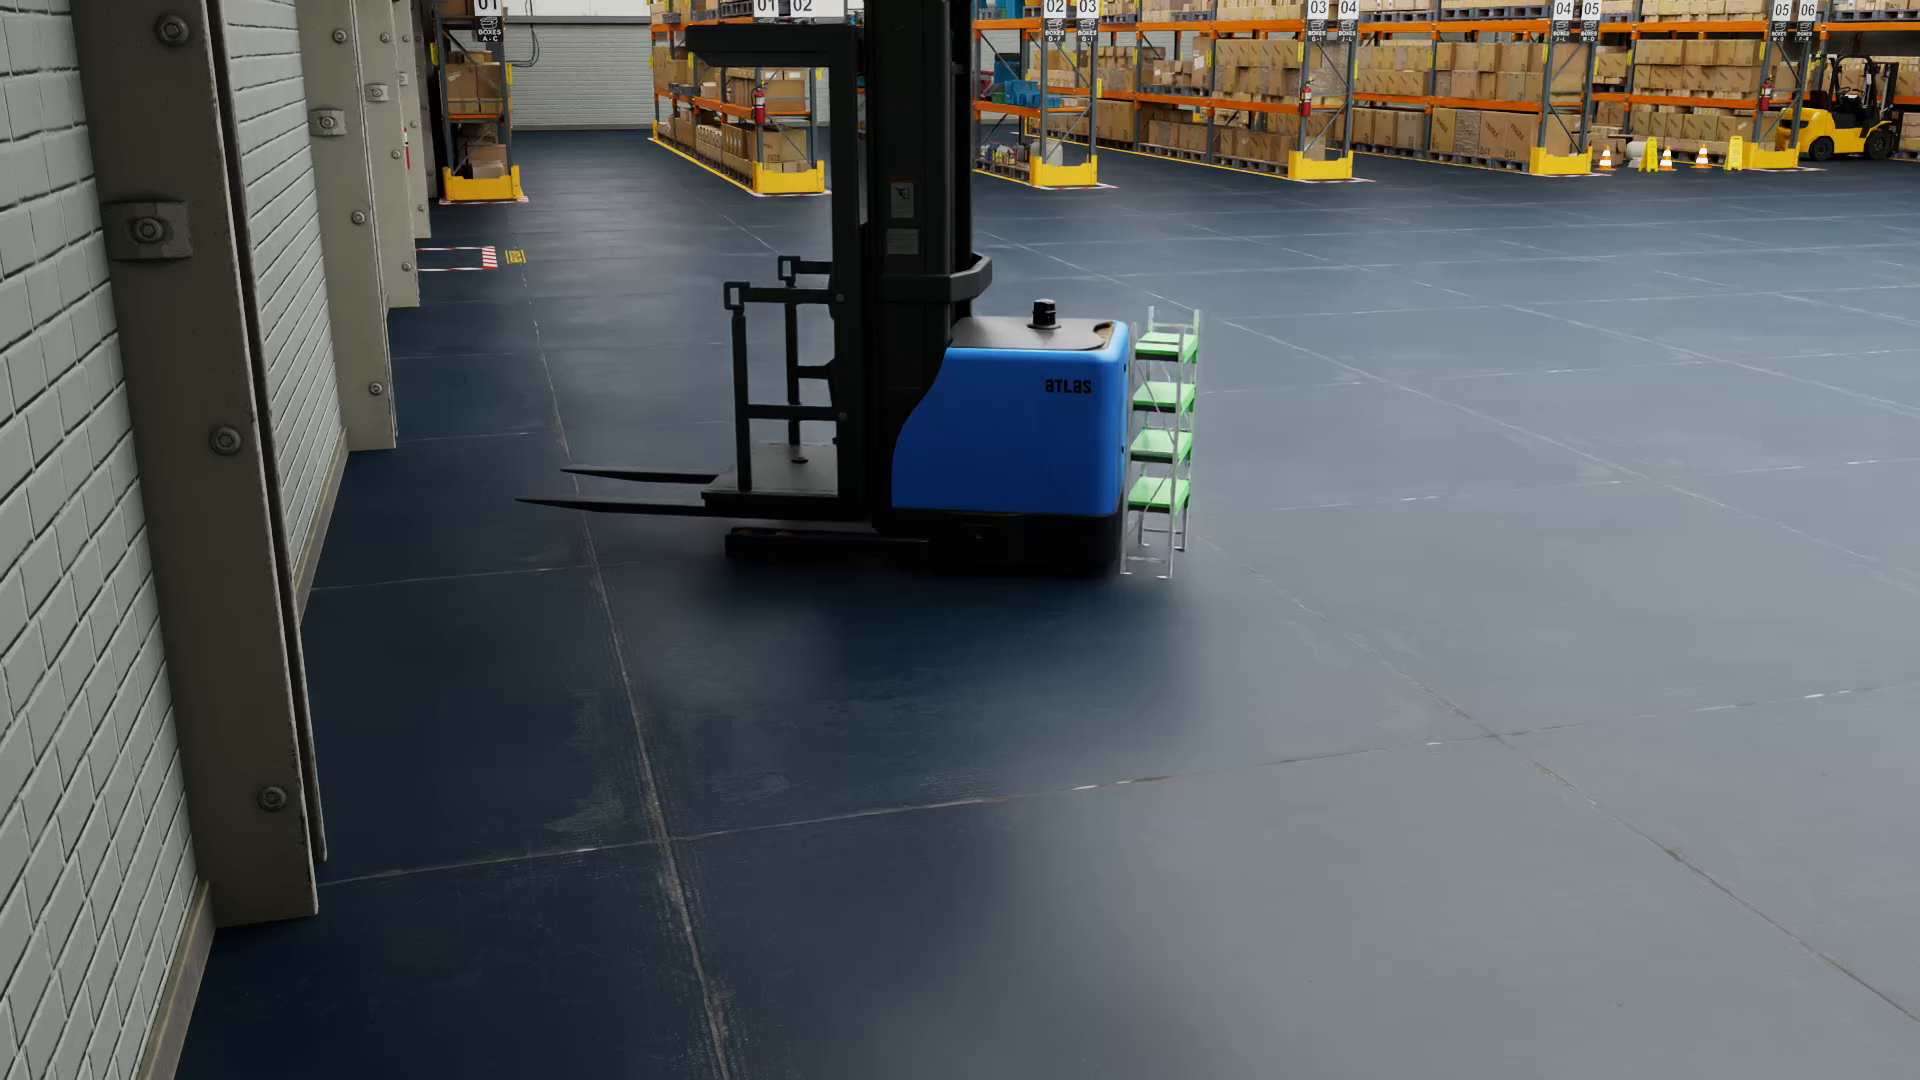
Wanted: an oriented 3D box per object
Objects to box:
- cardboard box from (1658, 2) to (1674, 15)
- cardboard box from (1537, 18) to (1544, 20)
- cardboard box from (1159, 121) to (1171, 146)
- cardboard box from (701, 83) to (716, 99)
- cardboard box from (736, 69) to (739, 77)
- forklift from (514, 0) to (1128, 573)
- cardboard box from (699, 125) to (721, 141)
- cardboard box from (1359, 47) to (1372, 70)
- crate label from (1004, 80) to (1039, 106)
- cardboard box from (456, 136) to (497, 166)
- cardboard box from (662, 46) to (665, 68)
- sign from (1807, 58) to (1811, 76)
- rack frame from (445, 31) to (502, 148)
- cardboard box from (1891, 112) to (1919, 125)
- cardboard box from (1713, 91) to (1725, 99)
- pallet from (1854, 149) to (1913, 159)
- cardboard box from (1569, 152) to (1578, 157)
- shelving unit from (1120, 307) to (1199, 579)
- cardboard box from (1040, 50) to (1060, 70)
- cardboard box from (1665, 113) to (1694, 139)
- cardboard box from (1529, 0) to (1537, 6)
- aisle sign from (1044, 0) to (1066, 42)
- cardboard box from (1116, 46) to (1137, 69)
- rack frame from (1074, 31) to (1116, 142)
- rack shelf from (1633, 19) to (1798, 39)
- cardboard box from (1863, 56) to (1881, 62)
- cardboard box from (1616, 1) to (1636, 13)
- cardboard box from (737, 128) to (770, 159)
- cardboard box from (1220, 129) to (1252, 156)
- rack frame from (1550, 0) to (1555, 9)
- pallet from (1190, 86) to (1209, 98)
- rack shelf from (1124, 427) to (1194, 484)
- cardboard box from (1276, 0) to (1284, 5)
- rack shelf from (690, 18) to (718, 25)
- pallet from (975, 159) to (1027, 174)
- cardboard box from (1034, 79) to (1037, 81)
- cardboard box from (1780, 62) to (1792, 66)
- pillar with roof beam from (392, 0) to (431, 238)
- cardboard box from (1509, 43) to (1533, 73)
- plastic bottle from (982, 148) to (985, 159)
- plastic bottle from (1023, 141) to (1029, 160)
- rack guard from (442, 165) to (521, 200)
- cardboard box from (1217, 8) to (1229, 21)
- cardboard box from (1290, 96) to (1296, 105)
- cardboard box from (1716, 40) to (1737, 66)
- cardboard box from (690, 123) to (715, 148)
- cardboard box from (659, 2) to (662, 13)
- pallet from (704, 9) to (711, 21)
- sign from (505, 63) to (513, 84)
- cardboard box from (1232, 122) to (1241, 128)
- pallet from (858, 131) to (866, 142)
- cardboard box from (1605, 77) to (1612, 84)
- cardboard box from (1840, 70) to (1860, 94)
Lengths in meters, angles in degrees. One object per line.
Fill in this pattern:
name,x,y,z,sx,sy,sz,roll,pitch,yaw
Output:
cardboard box,15.083,-11.191,35.023,0.500,0.250,0.500,-5,17,-16
cardboard box,13.898,-12.291,39.379,0.380,0.149,0.250,-5,17,-15
cardboard box,4.815,-8.969,36.678,0.700,0.500,0.500,-6,18,-20
cardboard box,-5.020,-9.204,34.035,0.500,0.311,0.500,-5,17,-16
cardboard box,-3.811,-8.390,29.867,0.380,0.149,0.250,-5,18,-17
forklift,-0.698,-1.426,8.103,3.031,2.935,1.130,2,17,8
cardboard box,-5.065,-8.350,34.110,0.500,0.311,0.500,-5,17,-17
cardboard box,9.497,-10.918,37.674,0.700,0.500,0.500,-5,17,-16
crate label,1.117,-8.192,30.449,0.502,0.435,0.616,-5,17,-15
cardboard box,-8.960,-7.227,30.876,0.700,0.500,0.500,-4,17,-13
cardboard box,-6.848,-11.543,39.755,0.500,0.500,0.500,-5,17,-15
sign,16.695,-9.320,32.761,0.100,0.325,0.005,-5,17,-15
rack frame,-9.841,-9.117,33.590,1.000,3.000,0.127,-5,17,-15
cardboard box,20.224,-9.001,35.516,0.500,0.250,0.500,-4,17,-15
cardboard box,15.539,-9.032,33.741,0.380,0.149,0.250,-4,17,-14
pallet,20.363,-8.466,36.268,1.003,0.211,1.213,-5,17,-15
cardboard box,12.586,-7.910,34.325,0.396,0.266,0.258,-2,17,-6
shelving unit,0.952,-0.469,7.920,0.258,1.200,0.503,5,18,15
cardboard box,2.406,-12.499,43.290,0.500,0.500,0.500,-5,17,-17
cardboard box,15.276,-8.737,35.071,0.500,0.500,0.500,-4,17,-12
cardboard box,10.956,-10.144,31.325,0.380,0.149,0.250,-5,17,-15
aisle sign,1.617,-8.889,28.312,0.394,0.787,0.004,-5,17,-15
cardboard box,4.085,-11.204,38.620,0.797,0.503,0.637,-4,17,-14
rack frame,3.347,-11.398,41.184,1.000,3.000,0.127,-5,17,-15
rack shelf,15.624,-10.508,34.256,1.077,0.370,4.000,-5,17,-15
cardboard box,19.955,-10.468,36.268,0.380,0.149,0.250,-5,17,-16
cardboard box,14.774,-11.685,36.455,0.500,0.250,0.500,-5,17,-16
cardboard box,-3.603,-6.941,29.090,0.500,0.500,0.500,-5,17,-15
cardboard box,5.617,-8.076,33.738,0.500,0.500,0.500,-5,18,-17
rack frame,11.442,-11.316,30.483,1.000,3.000,0.127,-5,17,-15
pallet,5.476,-9.317,34.587,1.003,0.211,1.213,-5,17,-15
rack shelf,0.951,-0.408,7.938,0.258,0.148,0.480,5,18,15
cardboard box,6.038,-9.903,30.559,0.380,0.149,0.250,-5,17,-15
rack shelf,-4.530,-10.049,32.727,1.077,0.370,4.000,-5,17,-15
pallet,0.928,-7.269,32.286,1.003,0.211,1.213,-5,17,-15
cardboard box,2.171,-12.119,44.018,0.380,0.149,0.250,-5,17,-17
cardboard box,19.234,-11.002,38.563,0.380,0.149,0.250,-5,18,-17
pillar with roof beam,-2.879,-8.583,21.385,9.100,9.000,0.400,-5,17,-15
cardboard box,11.137,-9.283,32.004,0.875,0.550,0.550,-5,17,-15
plastic bottle,0.478,-7.514,32.351,0.097,0.201,0.097,0,17,0
plastic bottle,1.290,-7.528,32.138,0.144,0.351,0.185,-6,18,-18
rack guard,-7.664,-5.728,26.652,1.175,0.500,0.348,-5,17,-15
cardboard box,5.423,-10.406,32.926,0.500,0.250,0.500,-5,18,-17
cardboard box,6.300,-8.091,30.609,0.380,0.149,0.250,-5,17,-15
cardboard box,15.691,-9.796,33.422,0.700,0.500,0.500,-5,17,-15
cardboard box,-5.562,-8.763,35.993,0.500,0.500,0.500,-4,17,-13
cardboard box,-6.843,-12.611,39.397,0.500,0.250,0.500,-5,17,-15
pallet,-4.497,-10.366,32.862,1.003,0.211,1.213,-4,17,-13
sign,-7.121,-7.362,26.241,0.100,0.325,0.005,-5,17,-15
cardboard box,7.424,-10.966,43.971,0.380,0.149,0.250,-5,17,-15
pallet,-1.993,-10.210,42.074,1.003,0.211,1.213,-5,17,-15
cardboard box,14.612,-10.245,37.050,0.380,0.149,0.250,-5,17,-17
cardboard box,19.876,-10.124,36.769,0.500,0.500,0.500,-4,17,-14
